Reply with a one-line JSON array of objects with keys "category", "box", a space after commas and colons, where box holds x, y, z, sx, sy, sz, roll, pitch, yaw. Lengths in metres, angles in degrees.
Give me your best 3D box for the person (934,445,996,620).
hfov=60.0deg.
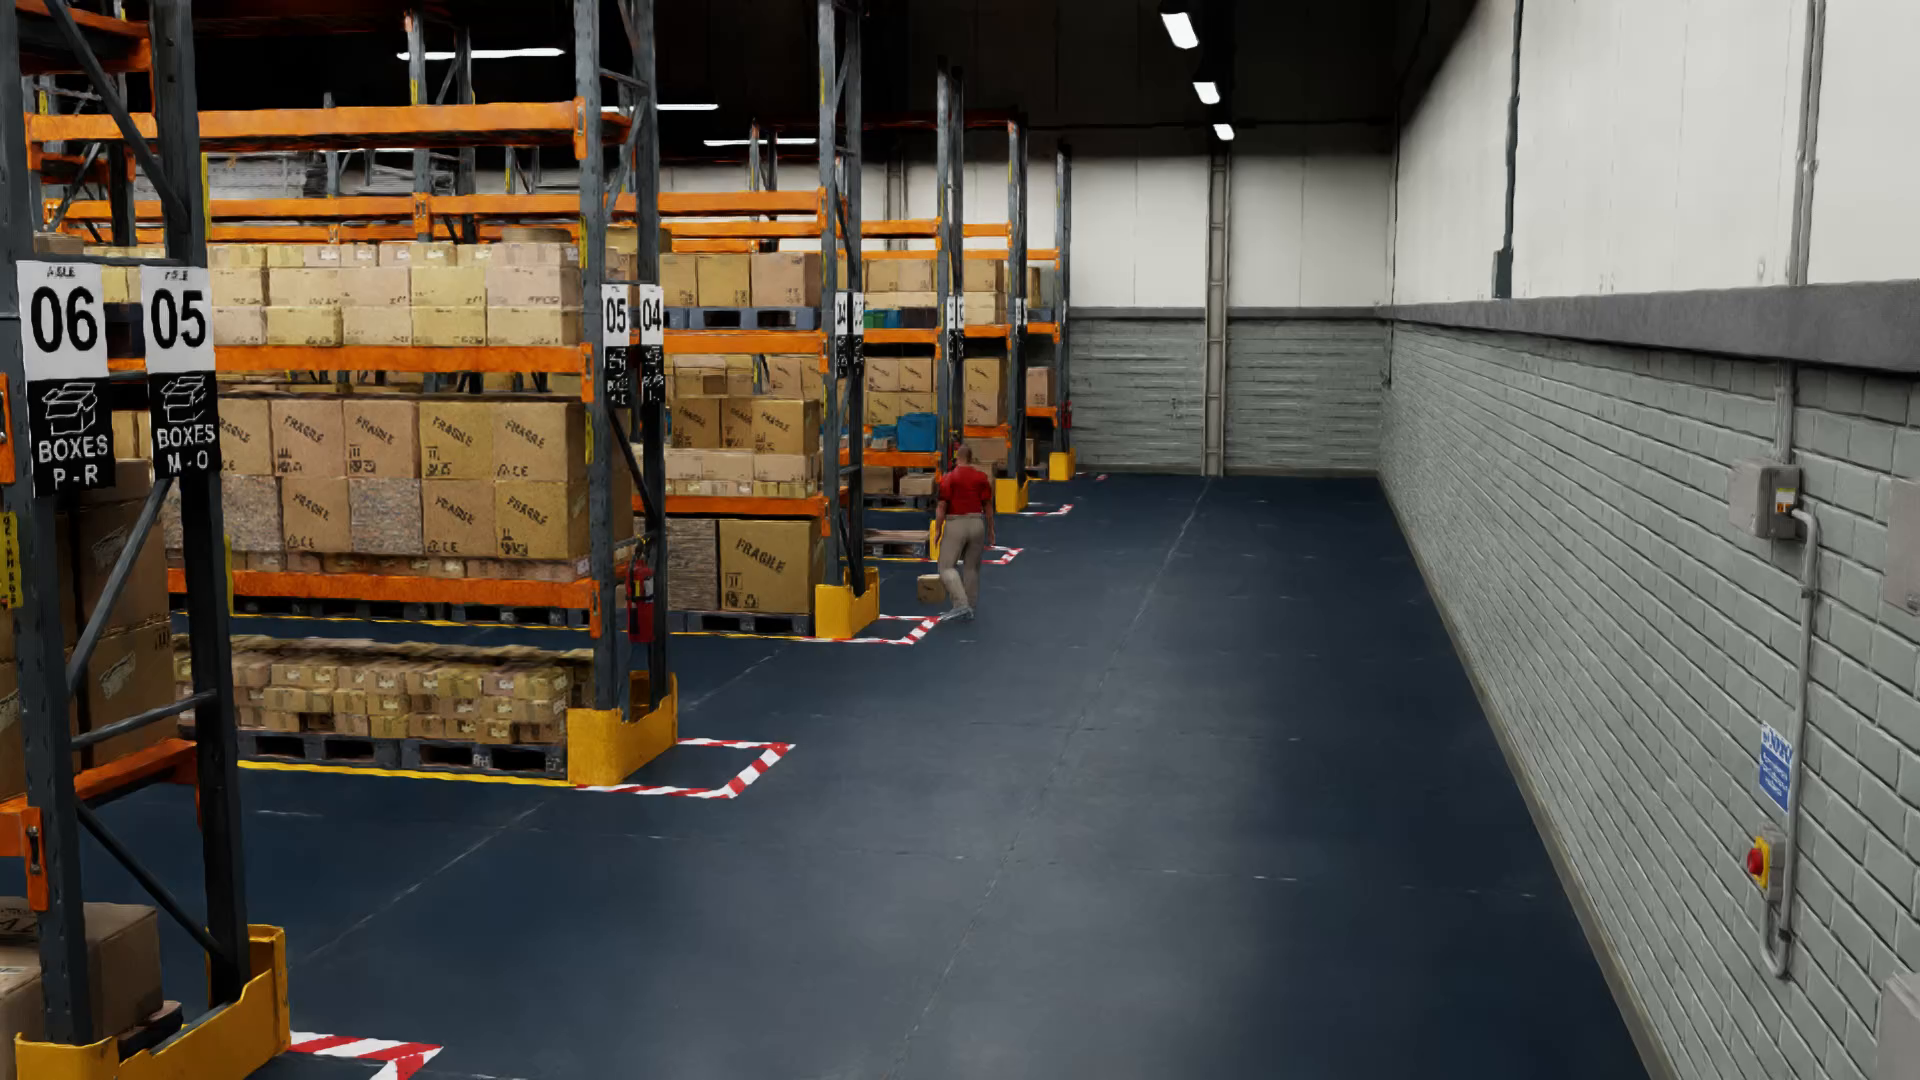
[{"category": "person", "box": [0.046, -0.072, 16.304, 0.676, 1.721, 0.589, -3, 9, -22]}]
